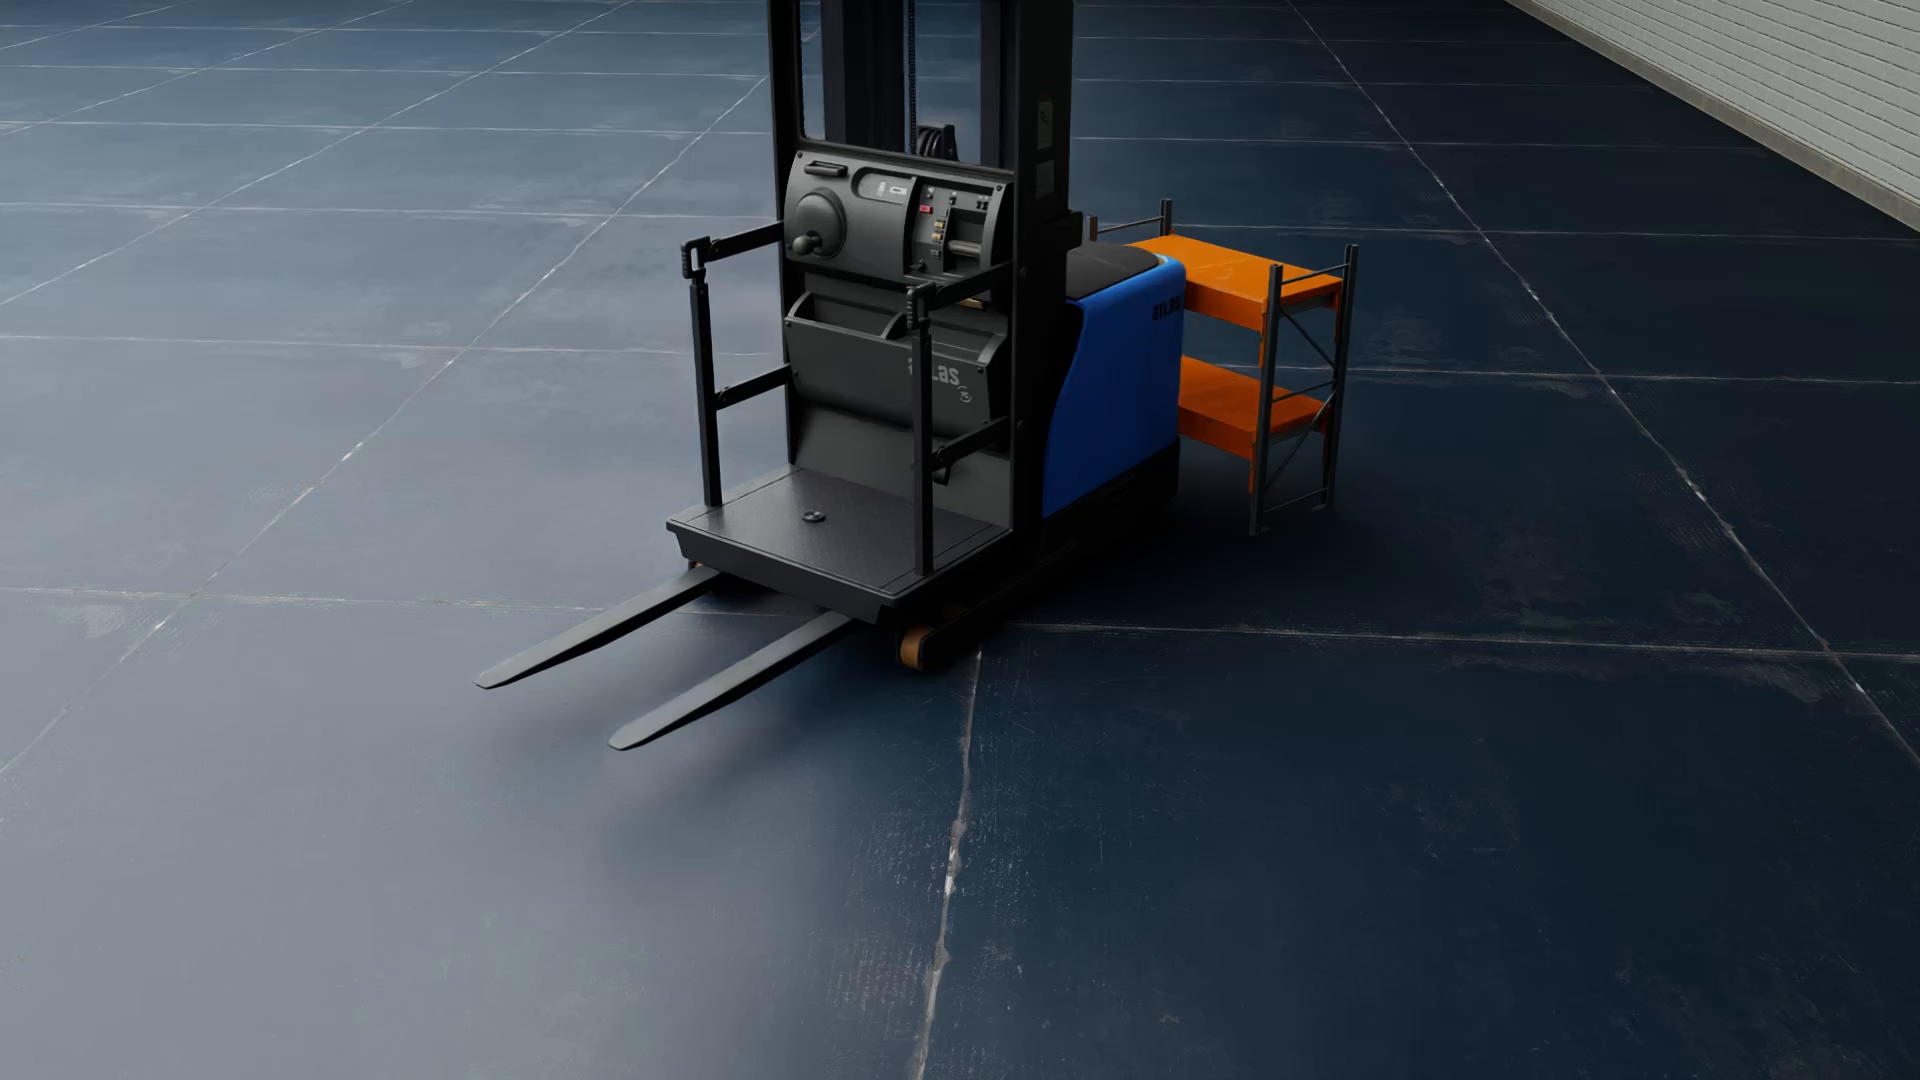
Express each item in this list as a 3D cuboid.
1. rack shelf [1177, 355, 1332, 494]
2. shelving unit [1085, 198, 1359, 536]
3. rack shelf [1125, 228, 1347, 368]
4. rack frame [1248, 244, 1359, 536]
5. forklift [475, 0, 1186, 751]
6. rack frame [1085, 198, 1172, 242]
[{"bbox_3d":[1.058,-0.539,7.161,0.538,0.278,1.000,-19,31,-35],"label":"rack shelf"},{"bbox_3d":[1.058,-0.761,7.059,0.538,1.125,1.048,-19,31,-35],"label":"shelving unit"},{"bbox_3d":[1.058,-1.027,6.936,0.538,0.278,1.000,-19,31,-35],"label":"rack shelf"},{"bbox_3d":[1.382,-0.598,6.703,0.500,1.125,0.032,-19,31,-35],"label":"rack frame"},{"bbox_3d":[-0.363,-1.105,5.644,1.130,2.935,3.031,17,30,33],"label":"forklift"},{"bbox_3d":[0.733,-0.925,7.414,0.500,1.125,0.032,-19,31,-35],"label":"rack frame"}]
